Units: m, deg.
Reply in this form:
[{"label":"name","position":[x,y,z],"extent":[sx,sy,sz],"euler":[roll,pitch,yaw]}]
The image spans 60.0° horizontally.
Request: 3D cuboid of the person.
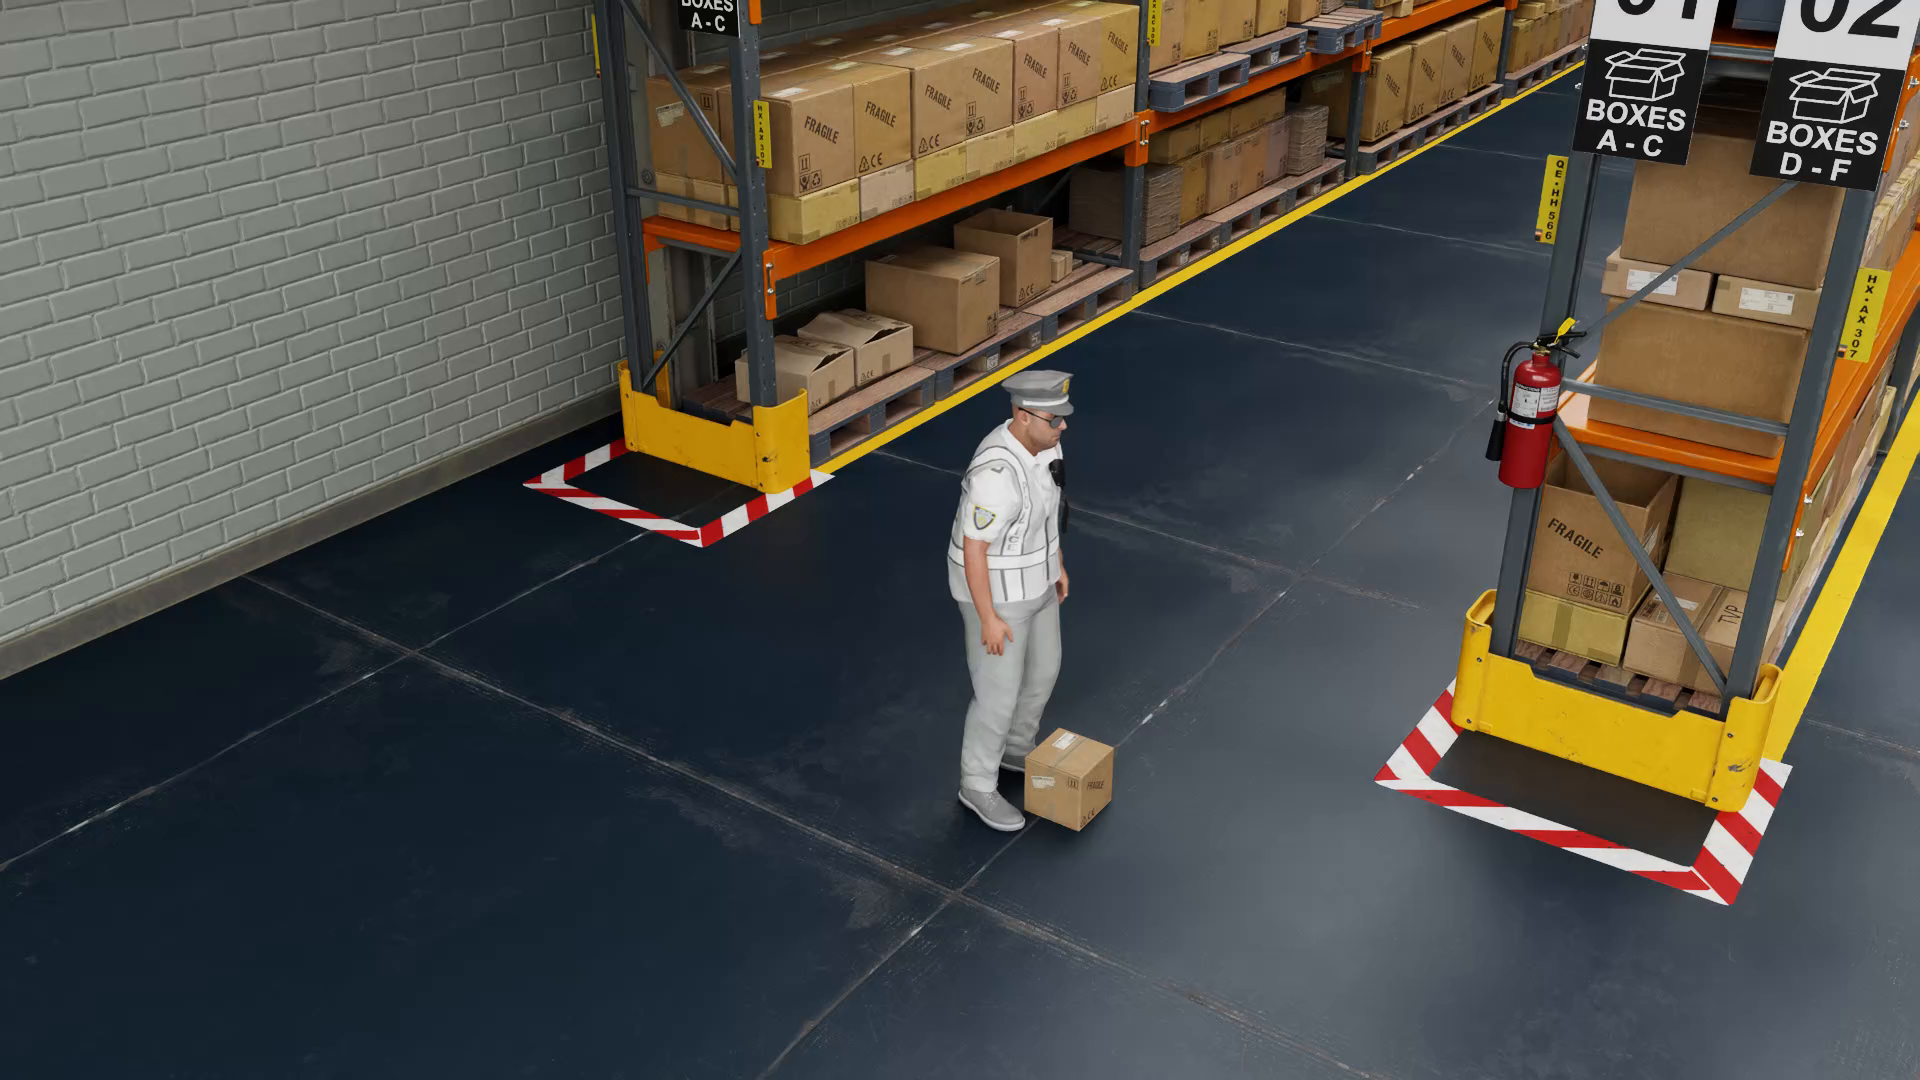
[{"label":"person","position":[0.194,0.184,6.240],"extent":[0.428,1.751,0.605],"euler":[16,31,28]}]
